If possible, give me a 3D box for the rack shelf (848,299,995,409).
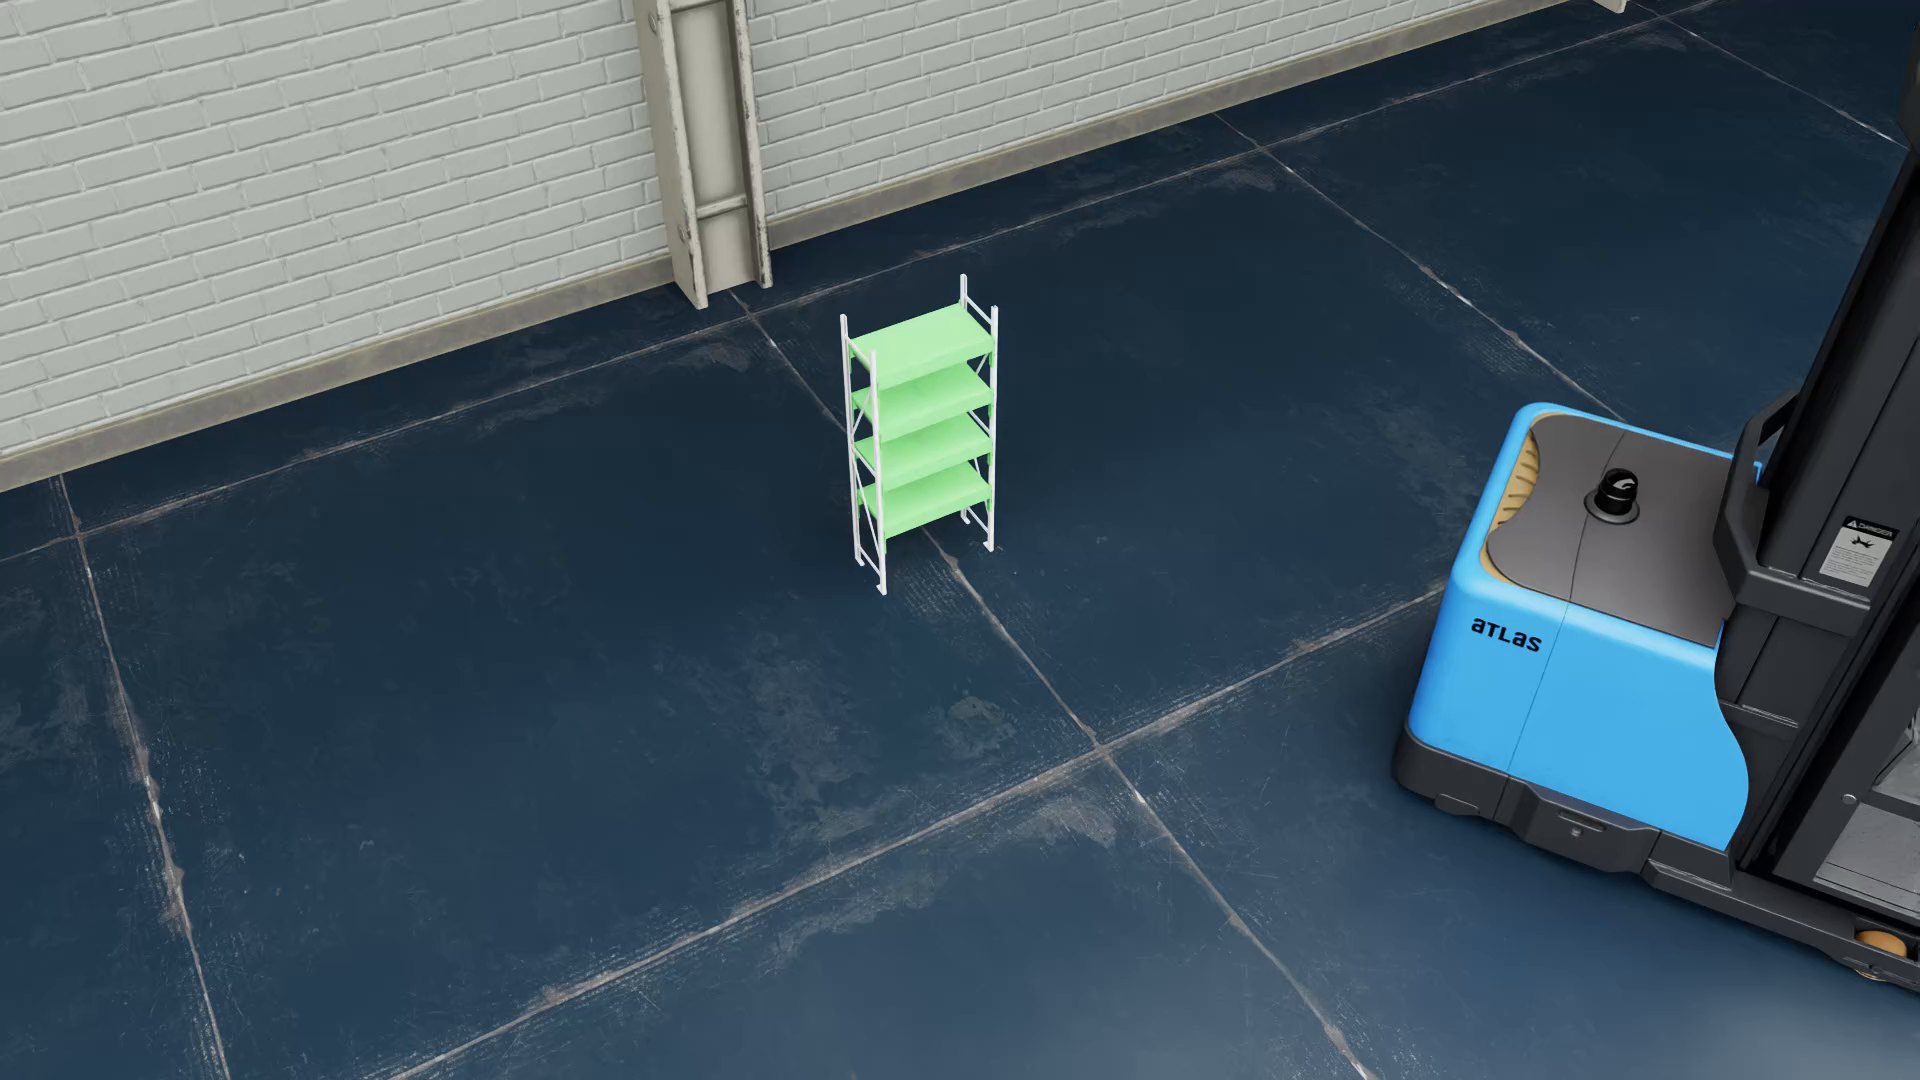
[{"bbox_3d":[-0.144,-0.672,5.983,0.480,0.148,0.258,-22,48,-21],"label":"rack shelf"}]

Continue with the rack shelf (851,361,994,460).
[{"bbox_3d":[-0.144,-0.499,6.150,0.480,0.148,0.258,-22,48,-21],"label":"rack shelf"}]

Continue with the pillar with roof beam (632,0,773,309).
[{"bbox_3d":[0.998,-1.881,2.227,0.400,9.000,9.100,-22,48,-21],"label":"pillar with roof beam"}]

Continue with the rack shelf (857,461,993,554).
[{"bbox_3d":[-0.144,-0.155,6.485,0.480,0.148,0.258,-22,48,-21],"label":"rack shelf"}]

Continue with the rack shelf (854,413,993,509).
[{"bbox_3d":[-0.144,-0.327,6.317,0.480,0.148,0.258,-22,48,-21],"label":"rack shelf"}]

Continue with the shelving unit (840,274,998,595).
[{"bbox_3d":[-0.144,-0.373,6.273,0.503,1.200,0.258,-22,48,-21],"label":"shelving unit"}]

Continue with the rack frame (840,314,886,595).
[{"bbox_3d":[-0.355,-0.288,6.186,0.015,1.200,0.240,-22,48,-21],"label":"rack frame"}]

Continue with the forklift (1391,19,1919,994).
[{"bbox_3d":[3.062,-0.014,4.660,3.031,2.935,1.130,19,47,19],"label":"forklift"}]

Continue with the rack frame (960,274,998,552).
[{"bbox_3d":[0.068,-0.458,6.360,0.015,1.200,0.240,-22,48,-21],"label":"rack frame"}]
